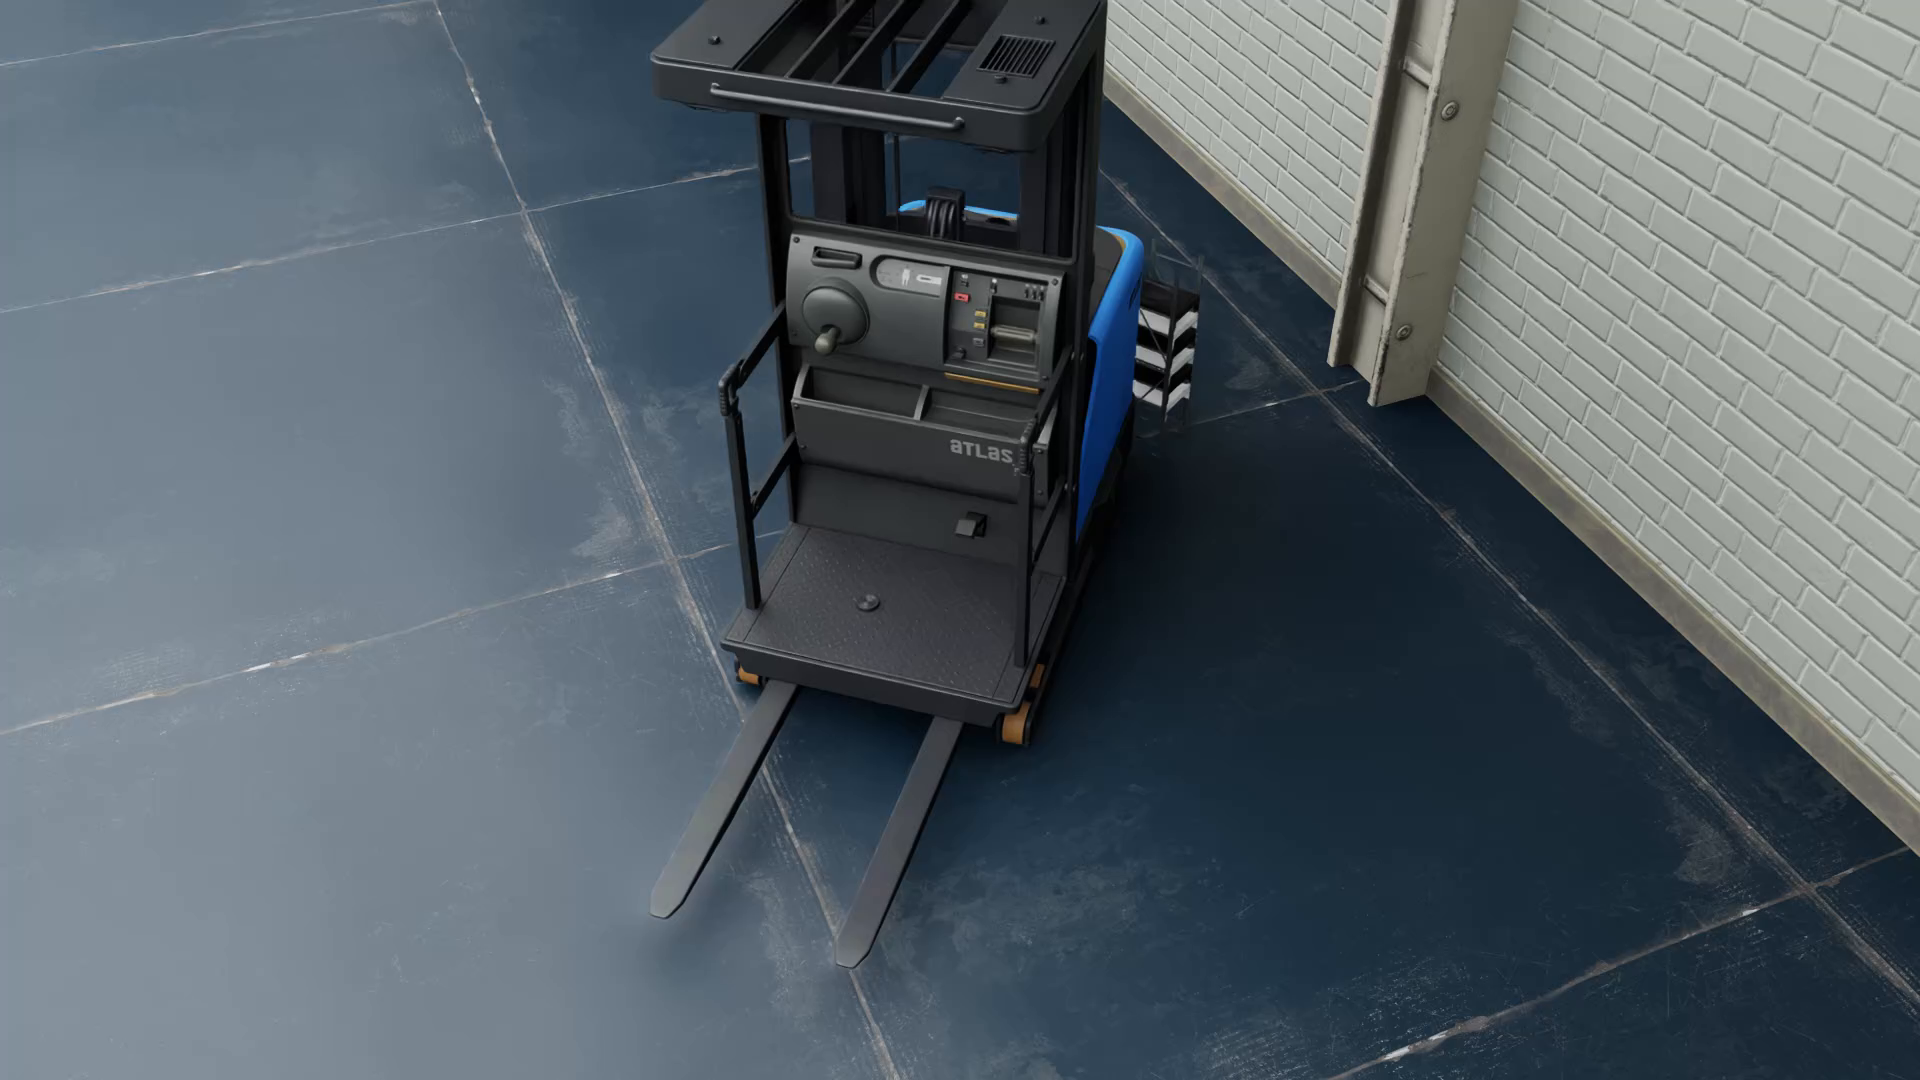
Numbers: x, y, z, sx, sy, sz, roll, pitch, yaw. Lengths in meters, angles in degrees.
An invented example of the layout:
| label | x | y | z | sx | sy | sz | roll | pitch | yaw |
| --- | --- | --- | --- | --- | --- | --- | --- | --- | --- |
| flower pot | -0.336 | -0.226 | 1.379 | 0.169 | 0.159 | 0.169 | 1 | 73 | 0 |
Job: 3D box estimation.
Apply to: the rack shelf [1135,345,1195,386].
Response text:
| label | x | y | z | sx | sy | sz | roll | pitch | yaw |
| --- | --- | --- | --- | --- | --- | --- | --- | --- | --- |
| rack shelf | 0.827 | -0.767 | 7.002 | 0.258 | 0.077 | 0.200 | 25 | 46 | 26 |

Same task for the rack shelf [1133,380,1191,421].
| label | x | y | z | sx | sy | sz | roll | pitch | yaw |
| --- | --- | --- | --- | --- | --- | --- | --- | --- | --- |
| rack shelf | 0.827 | -0.630 | 7.120 | 0.258 | 0.077 | 0.200 | 25 | 46 | 26 |

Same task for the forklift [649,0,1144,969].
| label | x | y | z | sx | sy | sz | roll | pitch | yaw |
| --- | --- | --- | --- | --- | --- | --- | --- | --- | --- |
| forklift | -0.186 | -0.679 | 5.291 | 1.130 | 2.935 | 3.031 | 11 | 42 | 13 |

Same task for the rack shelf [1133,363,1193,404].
| label | x | y | z | sx | sy | sz | roll | pitch | yaw |
| --- | --- | --- | --- | --- | --- | --- | --- | --- | --- |
| rack shelf | 0.827 | -0.699 | 7.061 | 0.258 | 0.077 | 0.200 | 25 | 46 | 26 |

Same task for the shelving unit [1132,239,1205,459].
| label | x | y | z | sx | sy | sz | roll | pitch | yaw |
| --- | --- | --- | --- | --- | --- | --- | --- | --- | --- |
| shelving unit | 0.827 | -0.792 | 6.981 | 0.258 | 0.900 | 0.210 | 25 | 46 | 26 |

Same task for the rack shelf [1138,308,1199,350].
| label | x | y | z | sx | sy | sz | roll | pitch | yaw |
| --- | --- | --- | --- | --- | --- | --- | --- | --- | --- |
| rack shelf | 0.827 | -0.903 | 6.885 | 0.258 | 0.077 | 0.200 | 25 | 46 | 26 |

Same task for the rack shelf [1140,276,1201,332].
| label | x | y | z | sx | sy | sz | roll | pitch | yaw |
| --- | --- | --- | --- | --- | --- | --- | --- | --- | --- |
| rack shelf | 0.827 | -0.972 | 6.827 | 0.258 | 0.077 | 0.200 | 25 | 46 | 26 |

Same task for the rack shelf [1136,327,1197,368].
| label | x | y | z | sx | sy | sz | roll | pitch | yaw |
| --- | --- | --- | --- | --- | --- | --- | --- | --- | --- |
| rack shelf | 0.827 | -0.835 | 6.944 | 0.258 | 0.077 | 0.200 | 25 | 46 | 26 |

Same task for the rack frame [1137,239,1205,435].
| label | x | y | z | sx | sy | sz | roll | pitch | yaw |
| --- | --- | --- | --- | --- | --- | --- | --- | --- | --- |
| rack frame | 0.886 | -0.846 | 7.044 | 0.240 | 0.900 | 0.006 | 25 | 46 | 26 |

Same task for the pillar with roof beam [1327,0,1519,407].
| label | x | y | z | sx | sy | sz | roll | pitch | yaw |
| --- | --- | --- | --- | --- | --- | --- | --- | --- | --- |
| pillar with roof beam | -2.061 | -3.088 | 3.439 | 9.100 | 9.000 | 0.400 | -15 | 43 | -17 |

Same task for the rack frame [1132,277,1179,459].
| label | x | y | z | sx | sy | sz | roll | pitch | yaw |
| --- | --- | --- | --- | --- | --- | --- | --- | --- | --- |
| rack frame | 0.768 | -0.738 | 6.918 | 0.240 | 0.900 | 0.006 | 25 | 46 | 26 |
